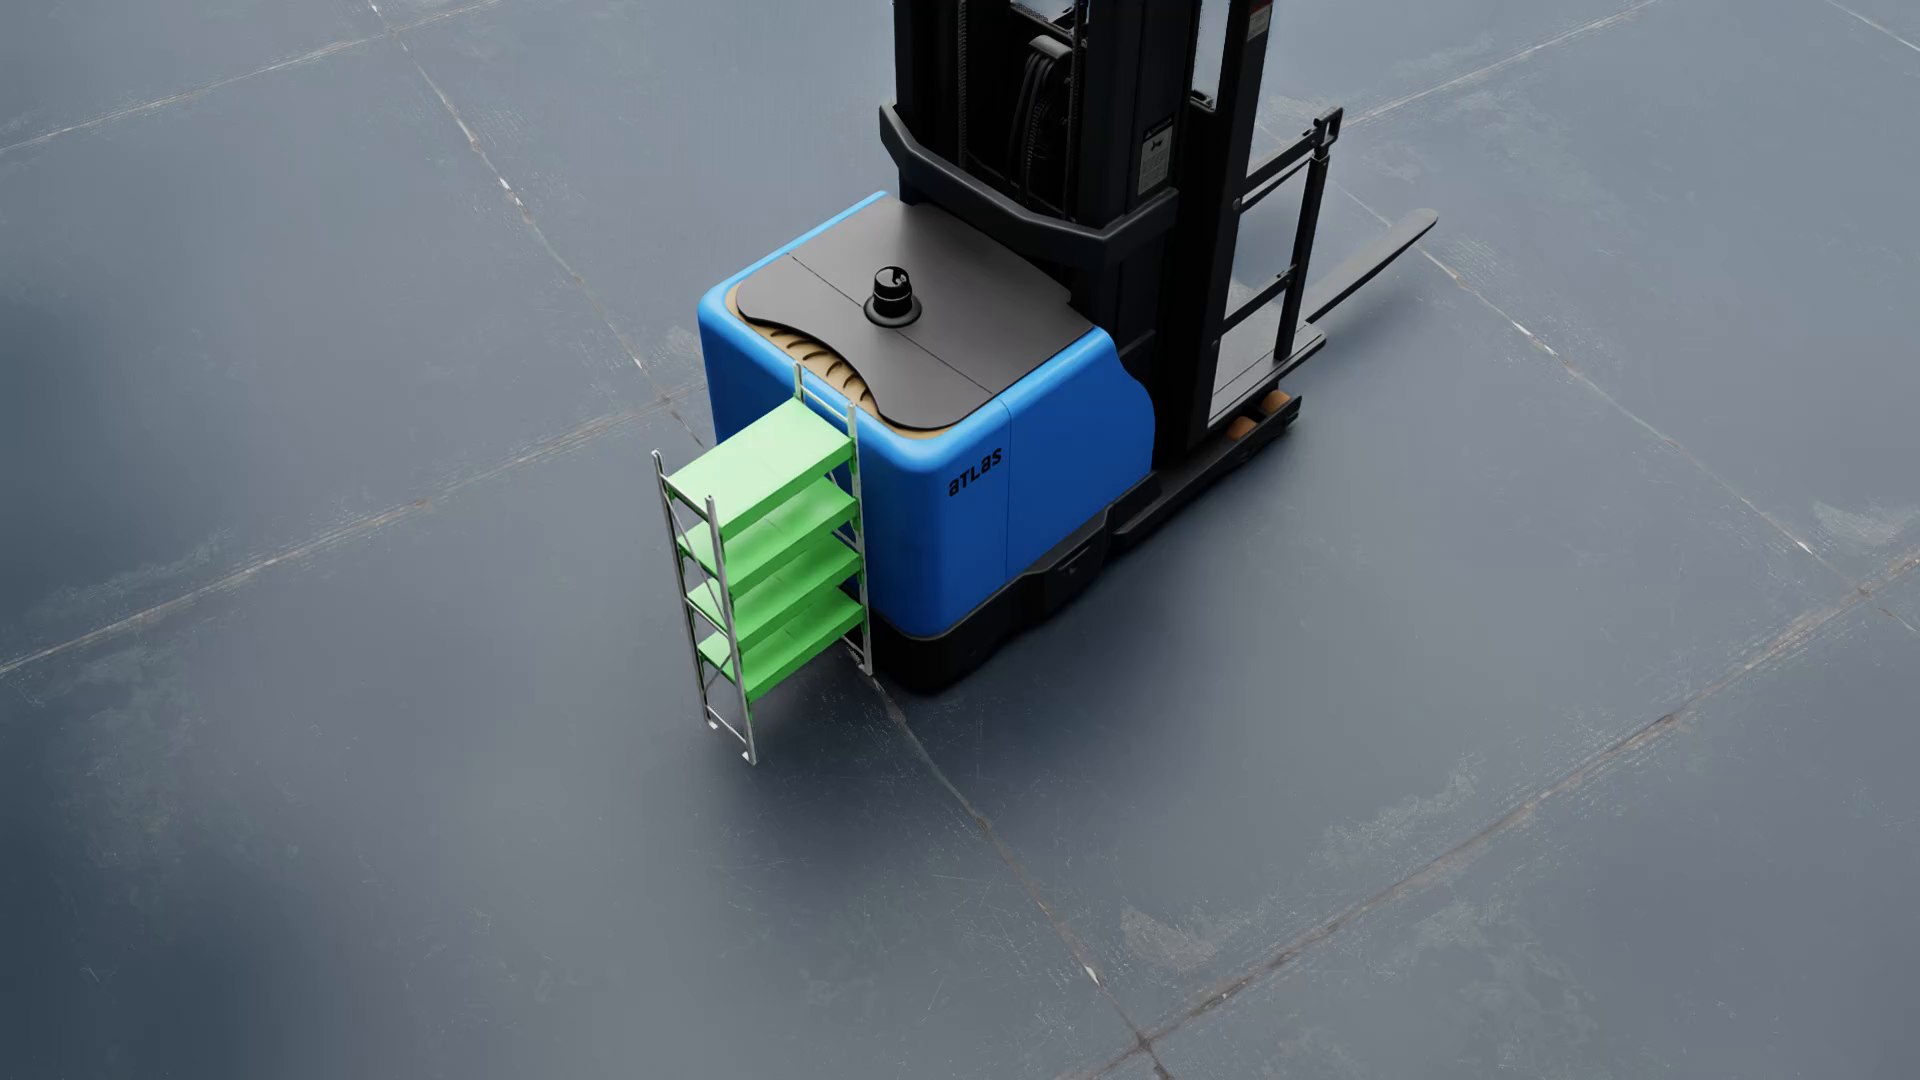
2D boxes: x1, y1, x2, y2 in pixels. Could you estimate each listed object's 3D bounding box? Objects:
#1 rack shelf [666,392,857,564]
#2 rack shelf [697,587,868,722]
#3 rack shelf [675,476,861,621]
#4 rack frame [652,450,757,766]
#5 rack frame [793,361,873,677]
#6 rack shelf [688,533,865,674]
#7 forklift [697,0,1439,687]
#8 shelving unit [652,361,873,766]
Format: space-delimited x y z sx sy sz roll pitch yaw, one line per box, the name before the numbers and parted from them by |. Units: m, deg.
rack shelf | -0.544 -0.175 4.545 0.480 0.148 0.258 -37 58 -28
rack shelf | -0.544 0.304 5.083 0.480 0.148 0.258 -37 58 -28
rack shelf | -0.544 -0.015 4.724 0.480 0.148 0.258 -37 58 -28
rack frame | -0.717 0.231 4.741 0.015 1.200 0.240 -37 58 -28
rack frame | -0.371 -0.026 4.970 0.015 1.200 0.240 -37 58 -28
rack shelf | -0.544 0.145 4.903 0.480 0.148 0.258 -37 58 -28
forklift | 0.596 -1.503 5.126 3.031 2.935 1.130 -37 58 -28
shelving unit | -0.544 0.102 4.856 0.503 1.200 0.258 -37 58 -28
